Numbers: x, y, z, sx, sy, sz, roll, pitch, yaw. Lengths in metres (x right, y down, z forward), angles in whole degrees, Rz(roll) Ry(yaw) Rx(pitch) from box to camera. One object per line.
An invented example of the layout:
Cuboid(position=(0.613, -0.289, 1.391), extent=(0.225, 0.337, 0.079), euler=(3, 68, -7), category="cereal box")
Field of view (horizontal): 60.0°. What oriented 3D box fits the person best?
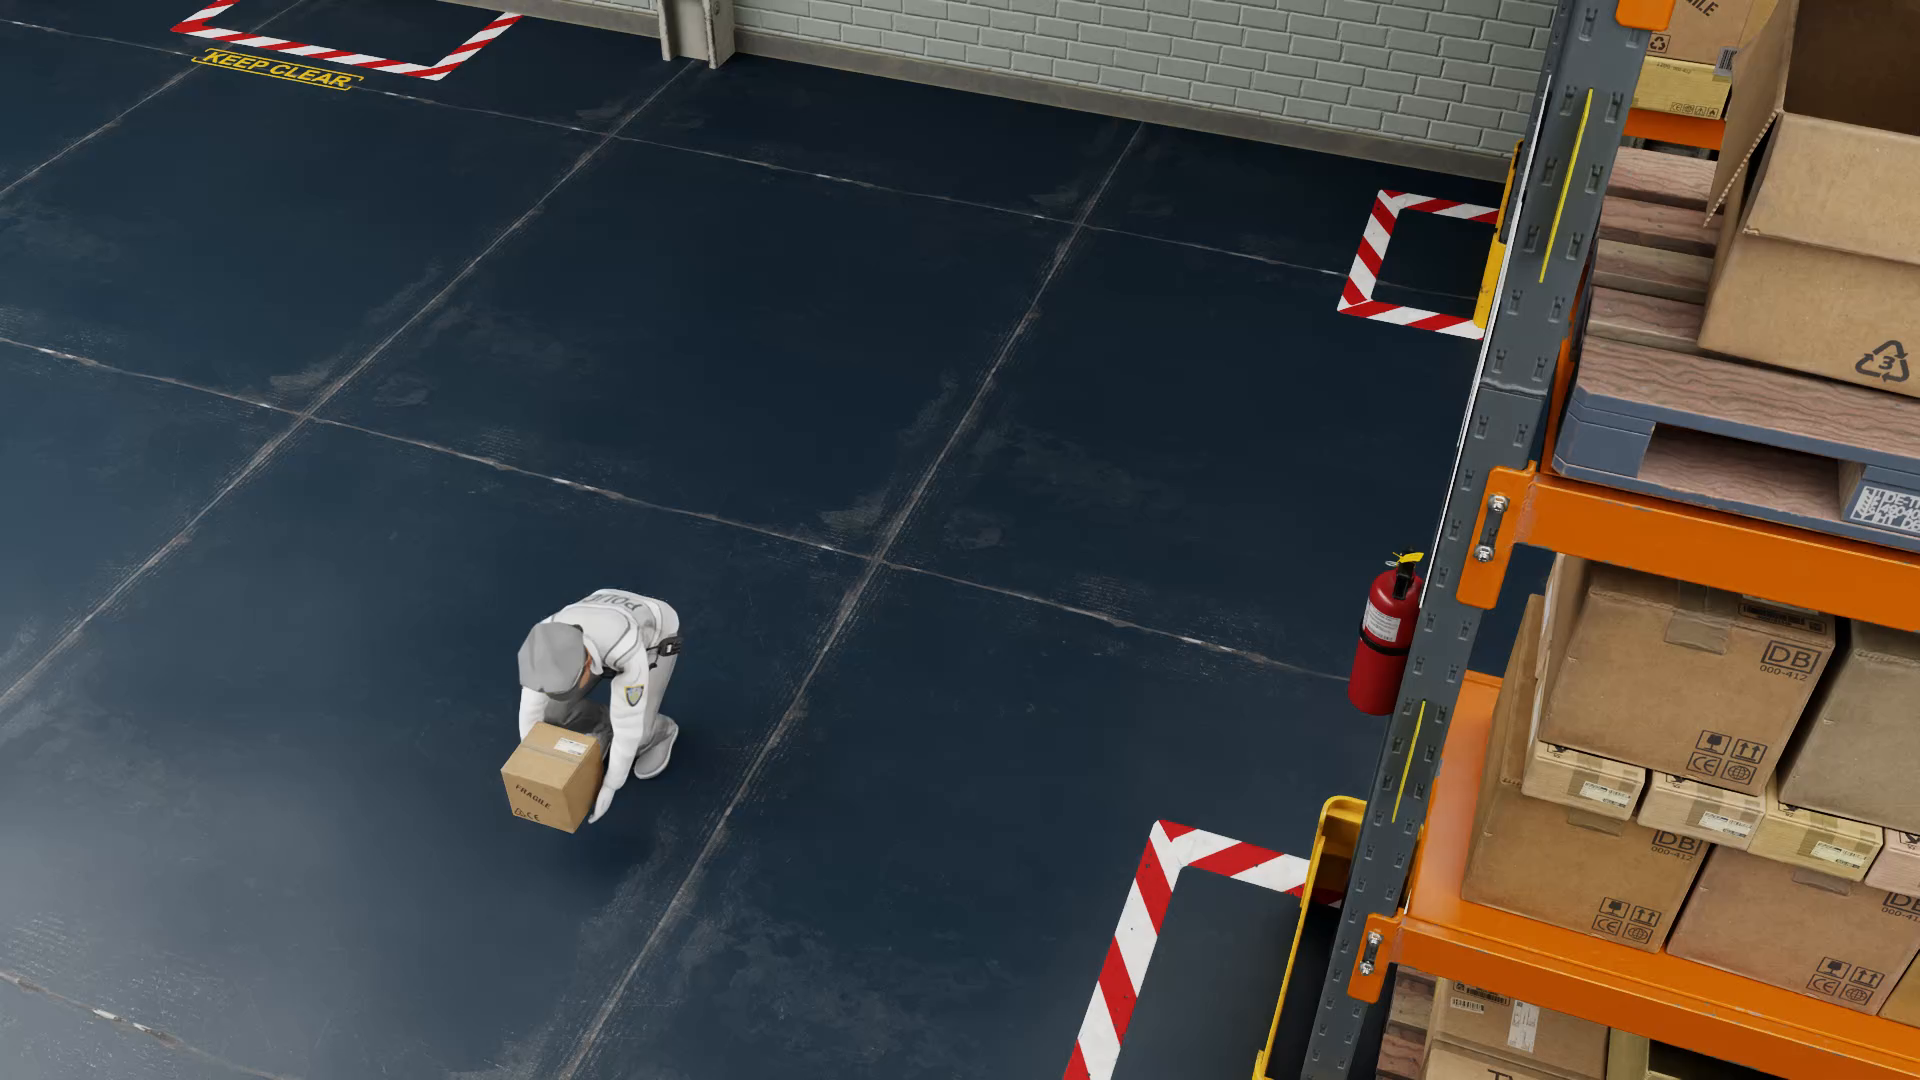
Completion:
Cuboid(position=(-1.303, 0.517, 6.097), extent=(0.484, 0.983, 0.816), euler=(14, 44, 15), category="person")
